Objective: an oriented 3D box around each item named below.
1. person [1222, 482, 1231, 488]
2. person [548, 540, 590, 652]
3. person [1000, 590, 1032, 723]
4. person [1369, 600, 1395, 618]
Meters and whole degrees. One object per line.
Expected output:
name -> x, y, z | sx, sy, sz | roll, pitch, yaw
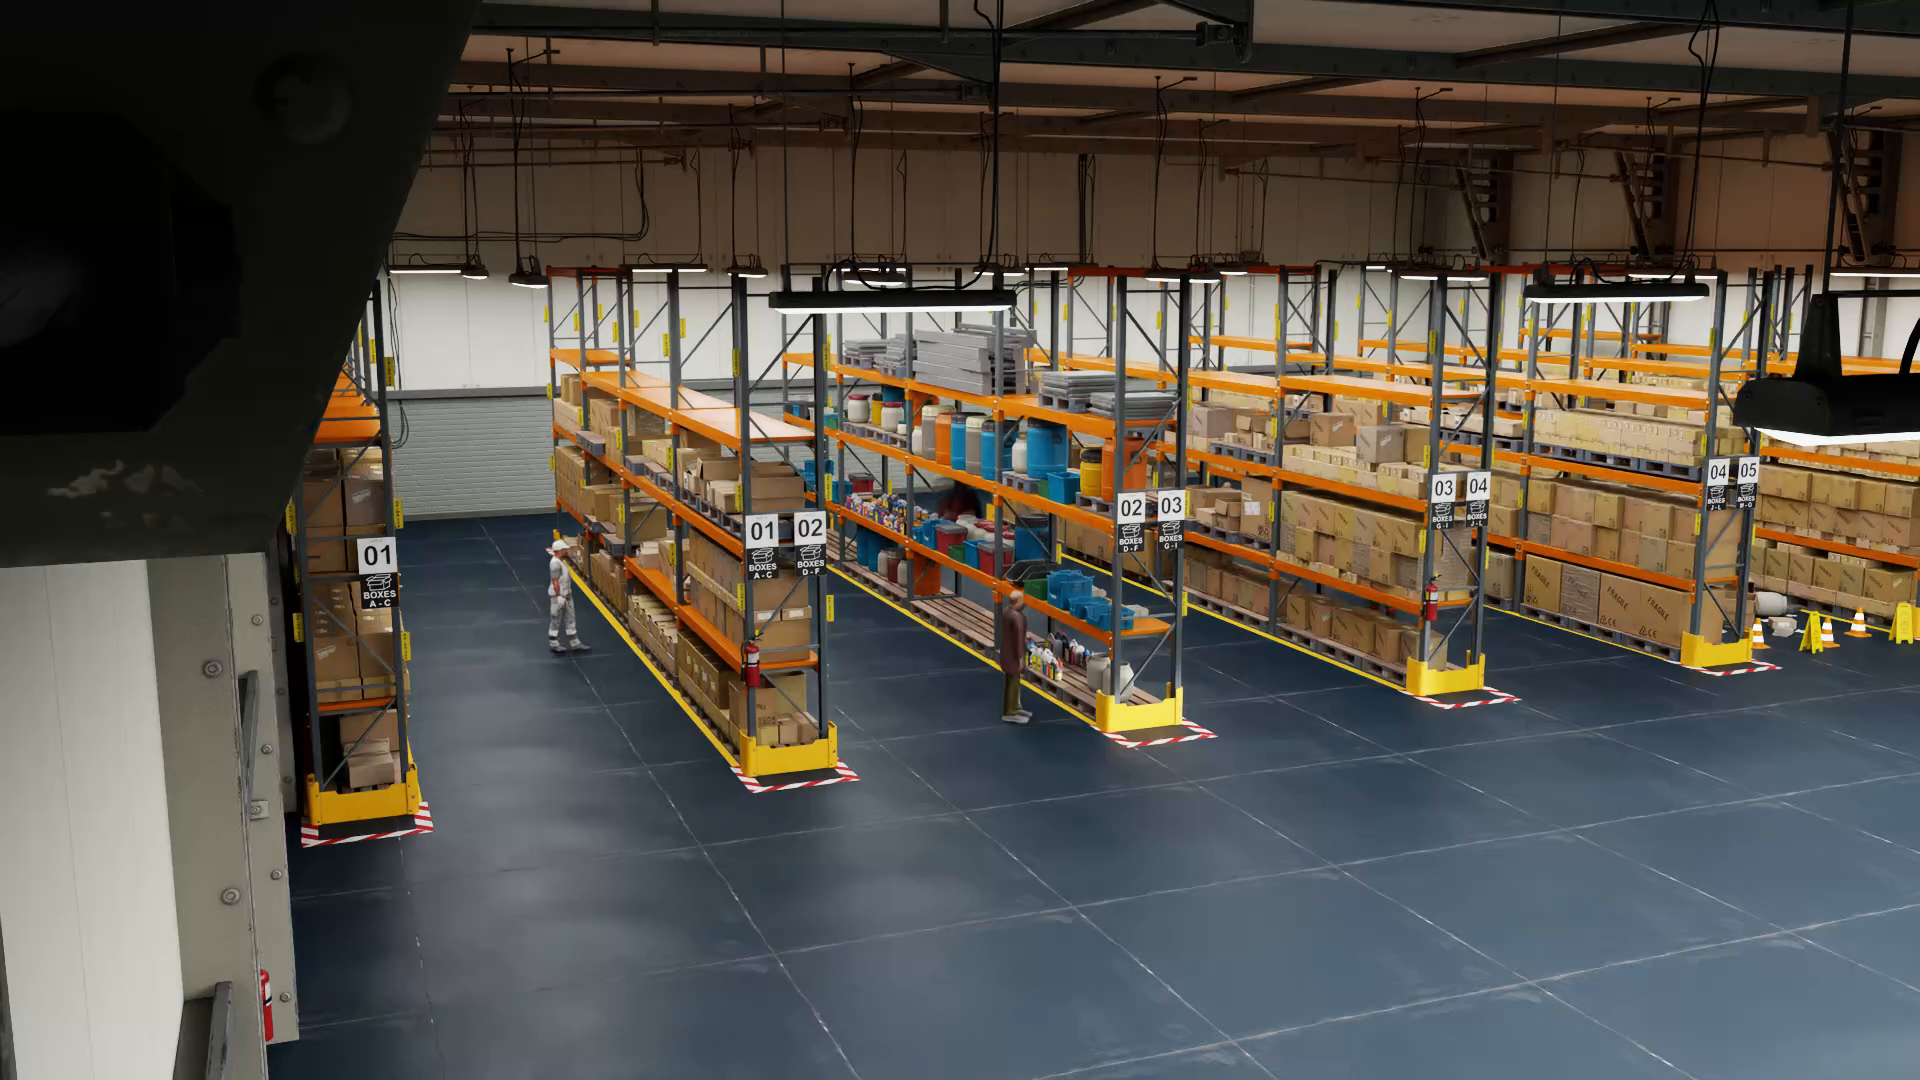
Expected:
person -> 5.305, -0.318, 33.521 | 0.504, 1.727, 0.524 | -4, 11, -24
person -> -6.270, 0.903, 26.366 | 0.609, 1.790, 0.554 | 3, 10, 17
person -> 0.765, 1.561, 22.529 | 0.467, 1.799, 0.605 | -3, 10, -17
person -> 7.115, 0.593, 28.018 | 0.582, 1.795, 0.383 | 8, 13, 38
